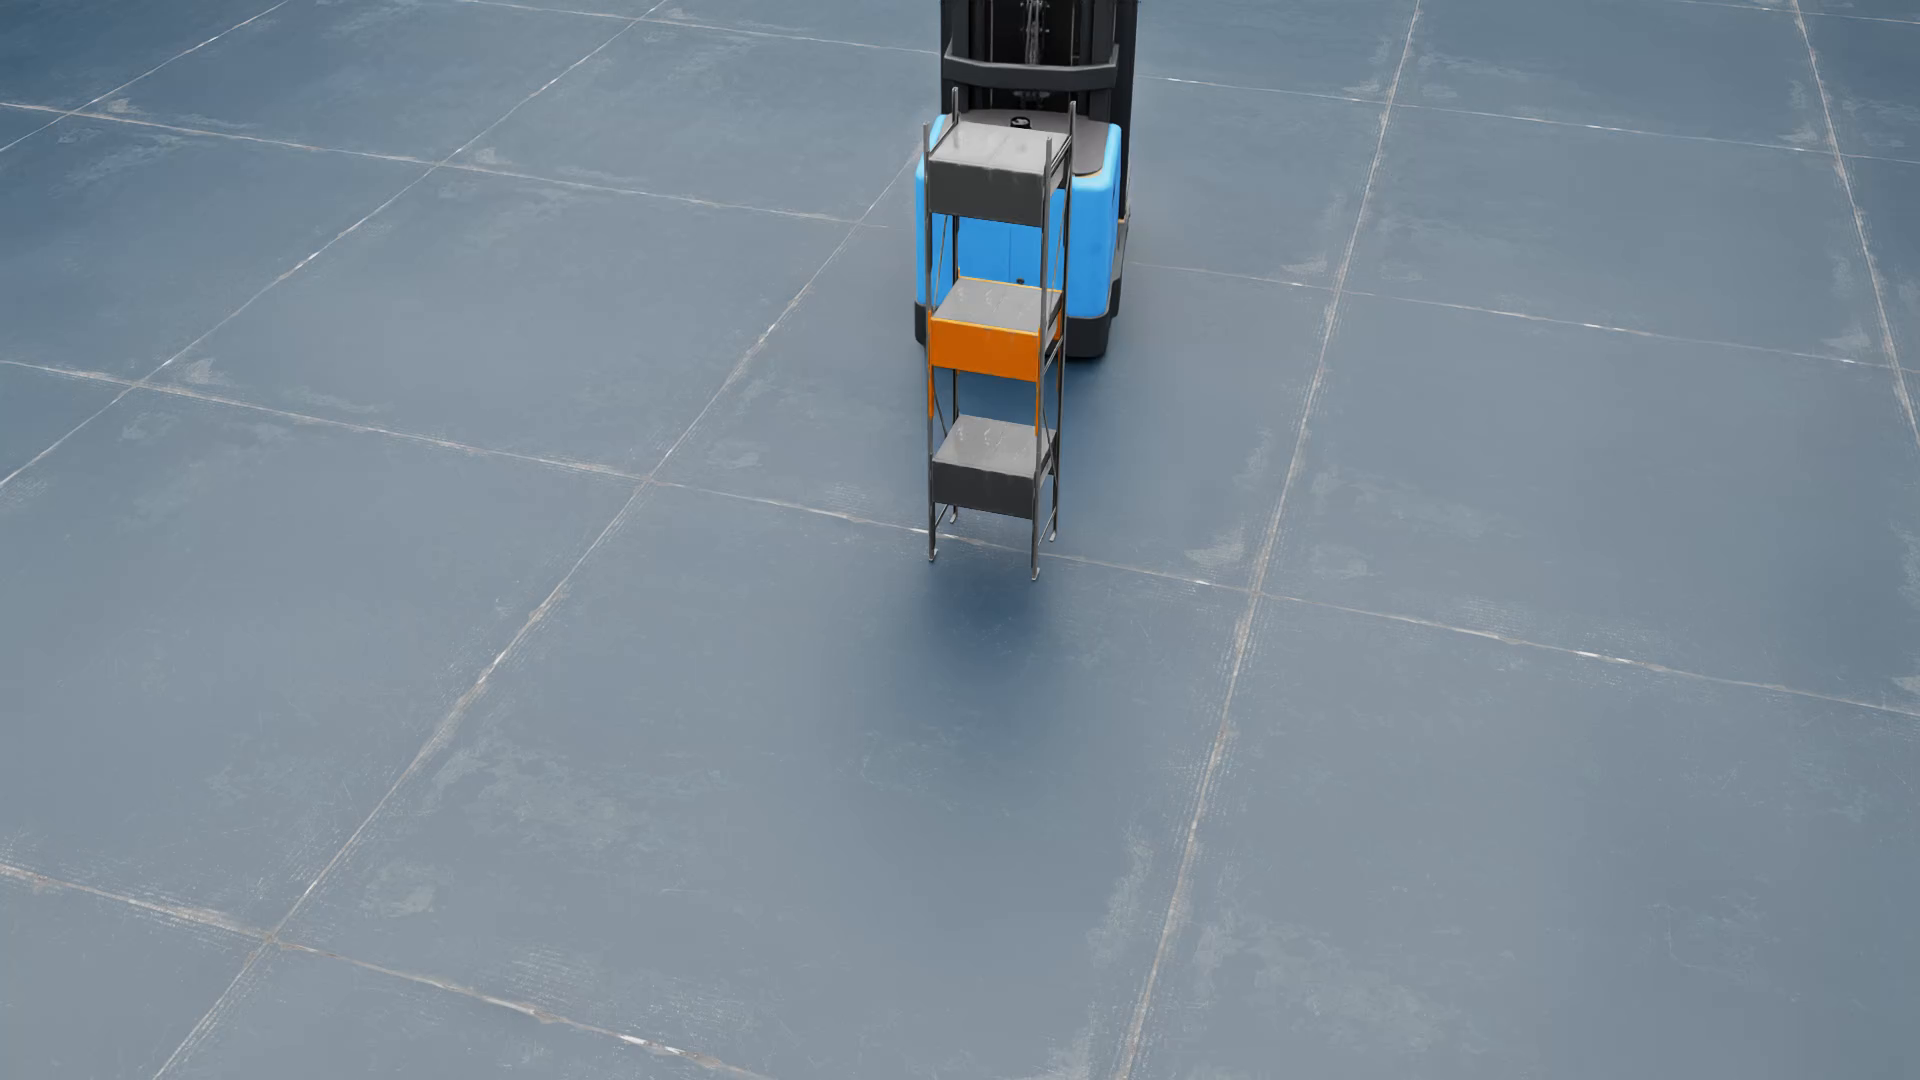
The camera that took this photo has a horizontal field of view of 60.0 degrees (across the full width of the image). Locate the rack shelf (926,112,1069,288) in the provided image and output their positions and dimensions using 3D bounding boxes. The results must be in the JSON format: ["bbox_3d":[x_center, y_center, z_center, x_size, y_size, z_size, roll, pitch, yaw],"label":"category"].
[{"bbox_3d":[0.158,-1.369,6.681,0.480,0.518,0.431,10,38,14],"label":"rack shelf"}]

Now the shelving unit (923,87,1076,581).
[{"bbox_3d":[0.158,-0.816,7.088,0.503,2.100,0.431,10,38,14],"label":"shelving unit"}]

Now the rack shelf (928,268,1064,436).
[{"bbox_3d":[0.158,-0.805,7.096,0.480,0.518,0.431,10,38,14],"label":"rack shelf"}]

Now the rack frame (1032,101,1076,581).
[{"bbox_3d":[0.391,-0.773,7.029,0.015,2.100,0.400,10,38,14],"label":"rack frame"}]

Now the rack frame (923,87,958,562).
[{"bbox_3d":[-0.075,-0.860,7.146,0.015,2.100,0.400,10,38,14],"label":"rack frame"}]

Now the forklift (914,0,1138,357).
[{"bbox_3d":[0.469,-3.030,9.394,1.130,2.935,3.031,5,37,6],"label":"forklift"}]

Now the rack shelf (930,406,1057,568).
[{"bbox_3d":[0.158,-0.242,7.511,0.480,0.518,0.431,10,38,14],"label":"rack shelf"}]
